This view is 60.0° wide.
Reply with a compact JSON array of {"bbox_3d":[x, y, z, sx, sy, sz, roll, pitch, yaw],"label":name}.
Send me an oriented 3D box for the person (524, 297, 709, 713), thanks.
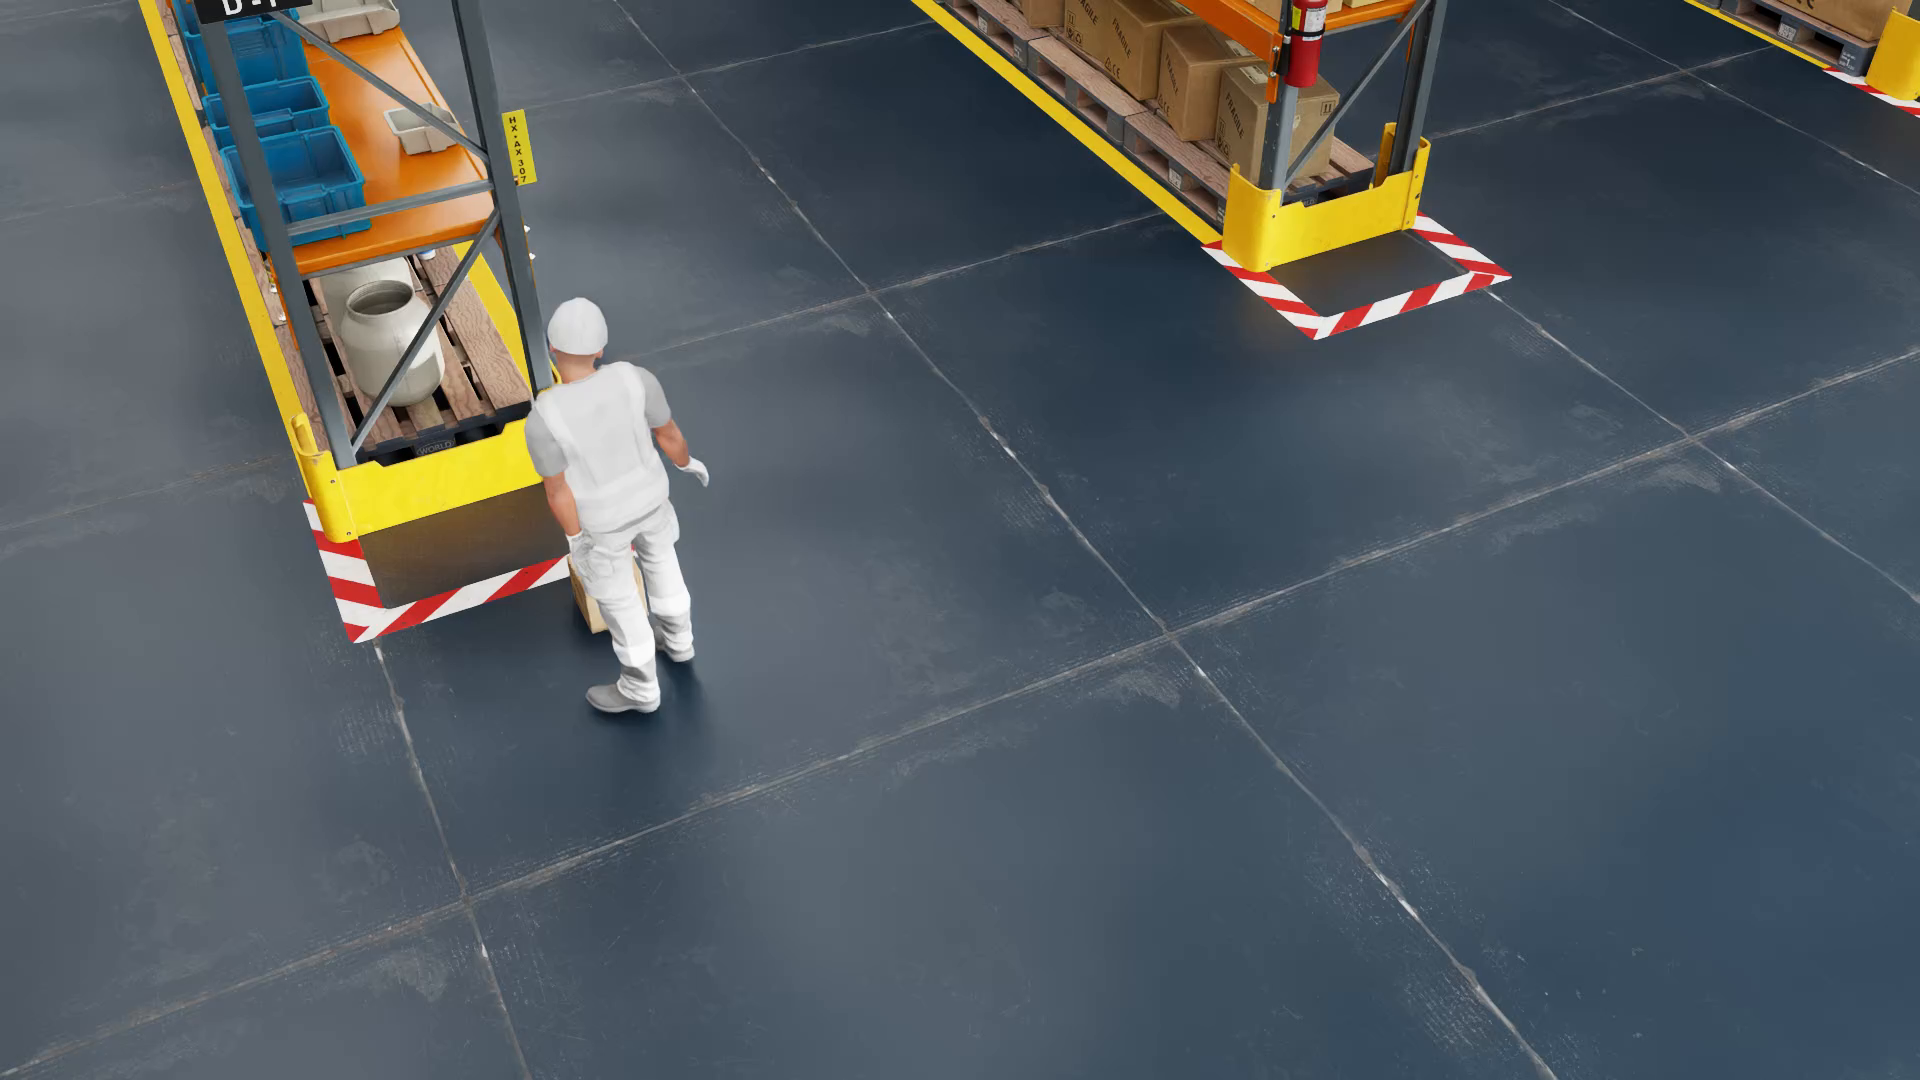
[{"bbox_3d":[-1.249,-0.136,6.273,0.703,1.815,0.427,-29,49,-29],"label":"person"}]
